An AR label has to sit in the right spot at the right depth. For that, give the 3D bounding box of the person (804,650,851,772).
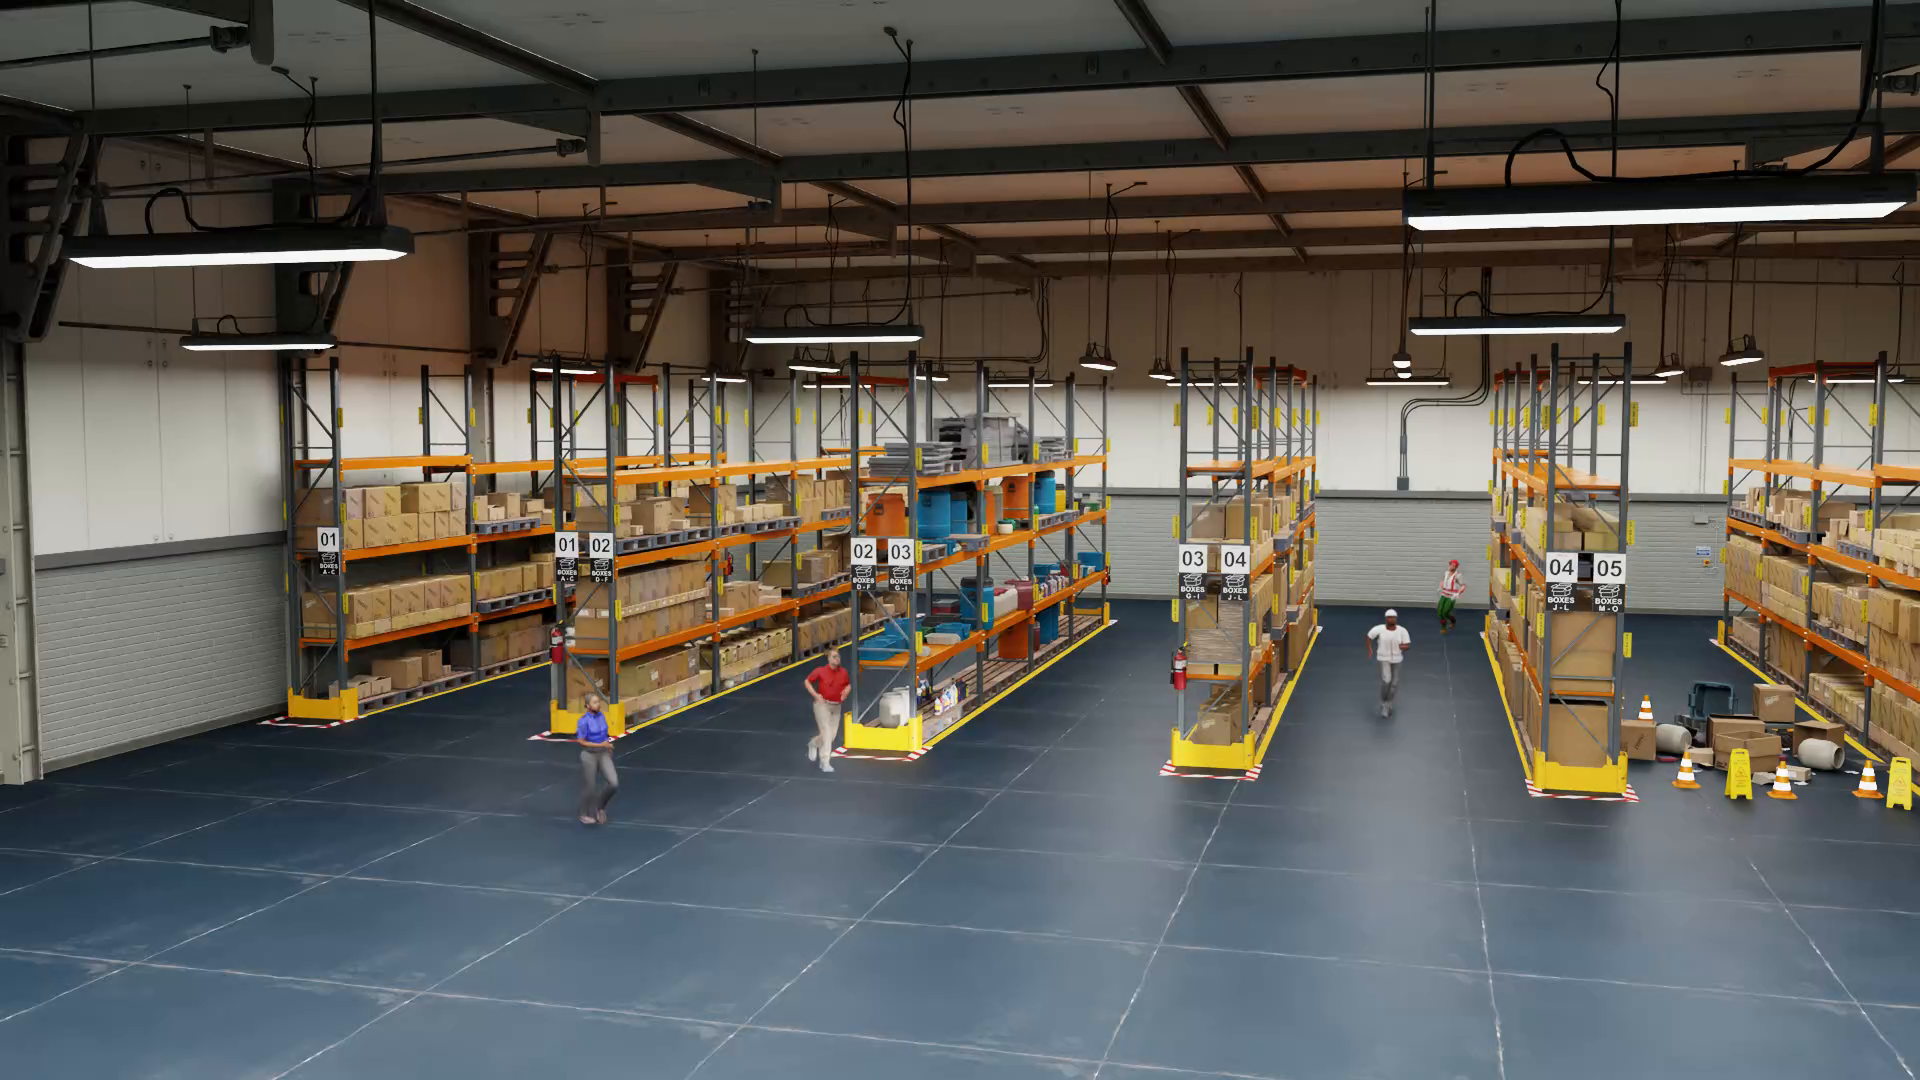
[{"bbox_3d":[-1.888,2.424,23.918,0.707,1.701,0.812,-3,5,-33],"label":"person"}]

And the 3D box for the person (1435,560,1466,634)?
[{"bbox_3d":[11.385,1.315,38.520,0.564,1.739,0.718,-3,5,-35],"label":"person"}]

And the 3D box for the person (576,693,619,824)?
[{"bbox_3d":[-4.433,2.684,20.345,0.649,1.628,0.549,4,5,40],"label":"person"}]

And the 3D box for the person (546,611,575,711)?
[{"bbox_3d":[-6.840,2.039,28.555,0.611,1.681,0.906,1,4,8],"label":"person"}]

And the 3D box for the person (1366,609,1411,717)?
[{"bbox_3d":[7.234,2.071,28.000,0.670,1.819,0.749,0,4,-2],"label":"person"}]
